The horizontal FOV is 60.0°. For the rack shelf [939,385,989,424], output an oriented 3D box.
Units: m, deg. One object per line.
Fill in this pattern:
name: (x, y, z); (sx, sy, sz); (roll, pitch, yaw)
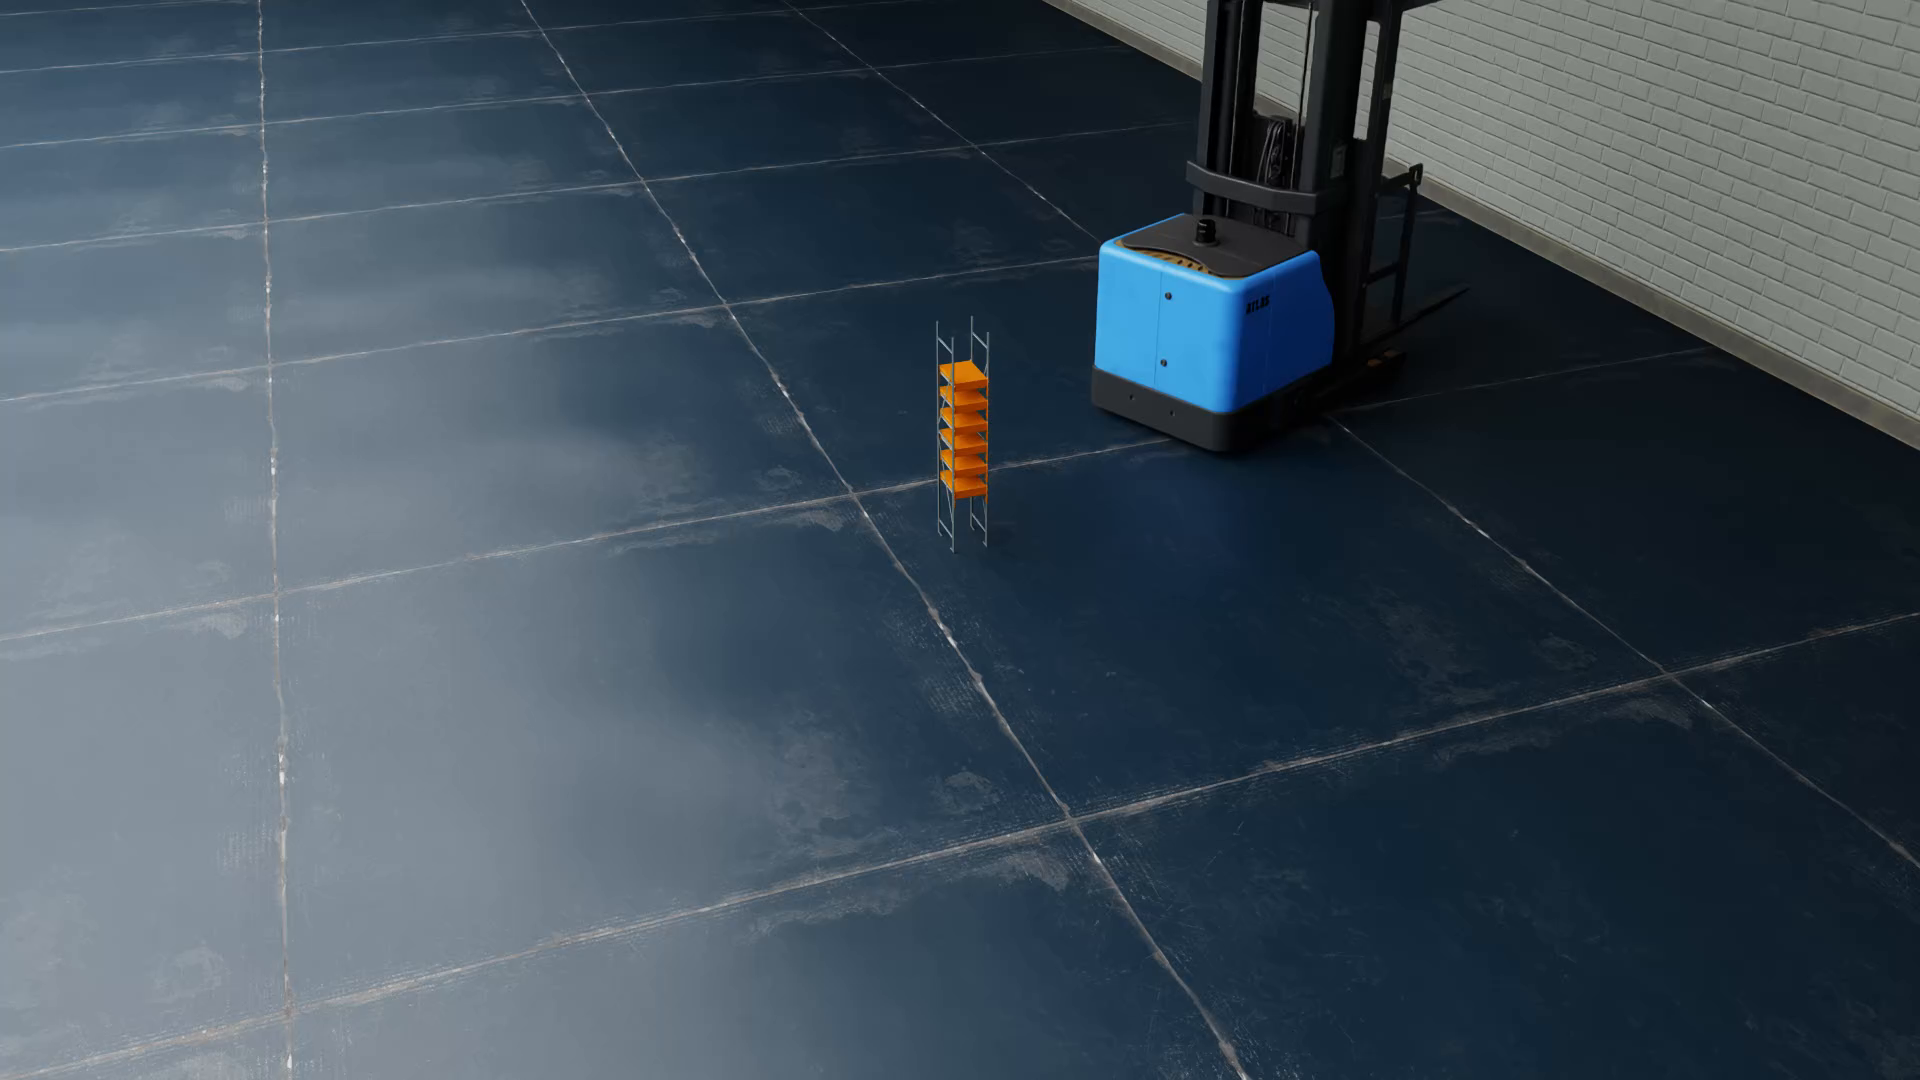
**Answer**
rack shelf: (0.014, -0.694, 8.361); (0.180, 0.103, 0.258); (-10, 31, -18)

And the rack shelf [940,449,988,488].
rack shelf: (0.014, -0.381, 8.539); (0.180, 0.103, 0.258); (-10, 31, -18)

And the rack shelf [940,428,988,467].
rack shelf: (0.014, -0.485, 8.479); (0.180, 0.103, 0.258); (-10, 31, -18)

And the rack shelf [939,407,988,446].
rack shelf: (0.014, -0.589, 8.420); (0.180, 0.103, 0.258); (-10, 31, -18)

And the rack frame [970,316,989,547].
rack frame: (0.099, -0.540, 8.485); (0.006, 1.200, 0.240); (-10, 31, -18)

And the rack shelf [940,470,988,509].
rack shelf: (0.014, -0.277, 8.598); (0.180, 0.103, 0.258); (-10, 31, -18)

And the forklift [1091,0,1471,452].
forklift: (2.188, -2.405, 10.010); (1.130, 2.935, 3.031); (26, 39, 38)

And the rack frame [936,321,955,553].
rack frame: (-0.072, -0.508, 8.430); (0.006, 1.200, 0.240); (-10, 31, -18)

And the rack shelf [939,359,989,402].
rack shelf: (0.014, -0.798, 8.301); (0.180, 0.103, 0.258); (-10, 31, -18)

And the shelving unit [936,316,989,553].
shelving unit: (0.014, -0.524, 8.457); (0.189, 1.200, 0.258); (-10, 31, -18)
